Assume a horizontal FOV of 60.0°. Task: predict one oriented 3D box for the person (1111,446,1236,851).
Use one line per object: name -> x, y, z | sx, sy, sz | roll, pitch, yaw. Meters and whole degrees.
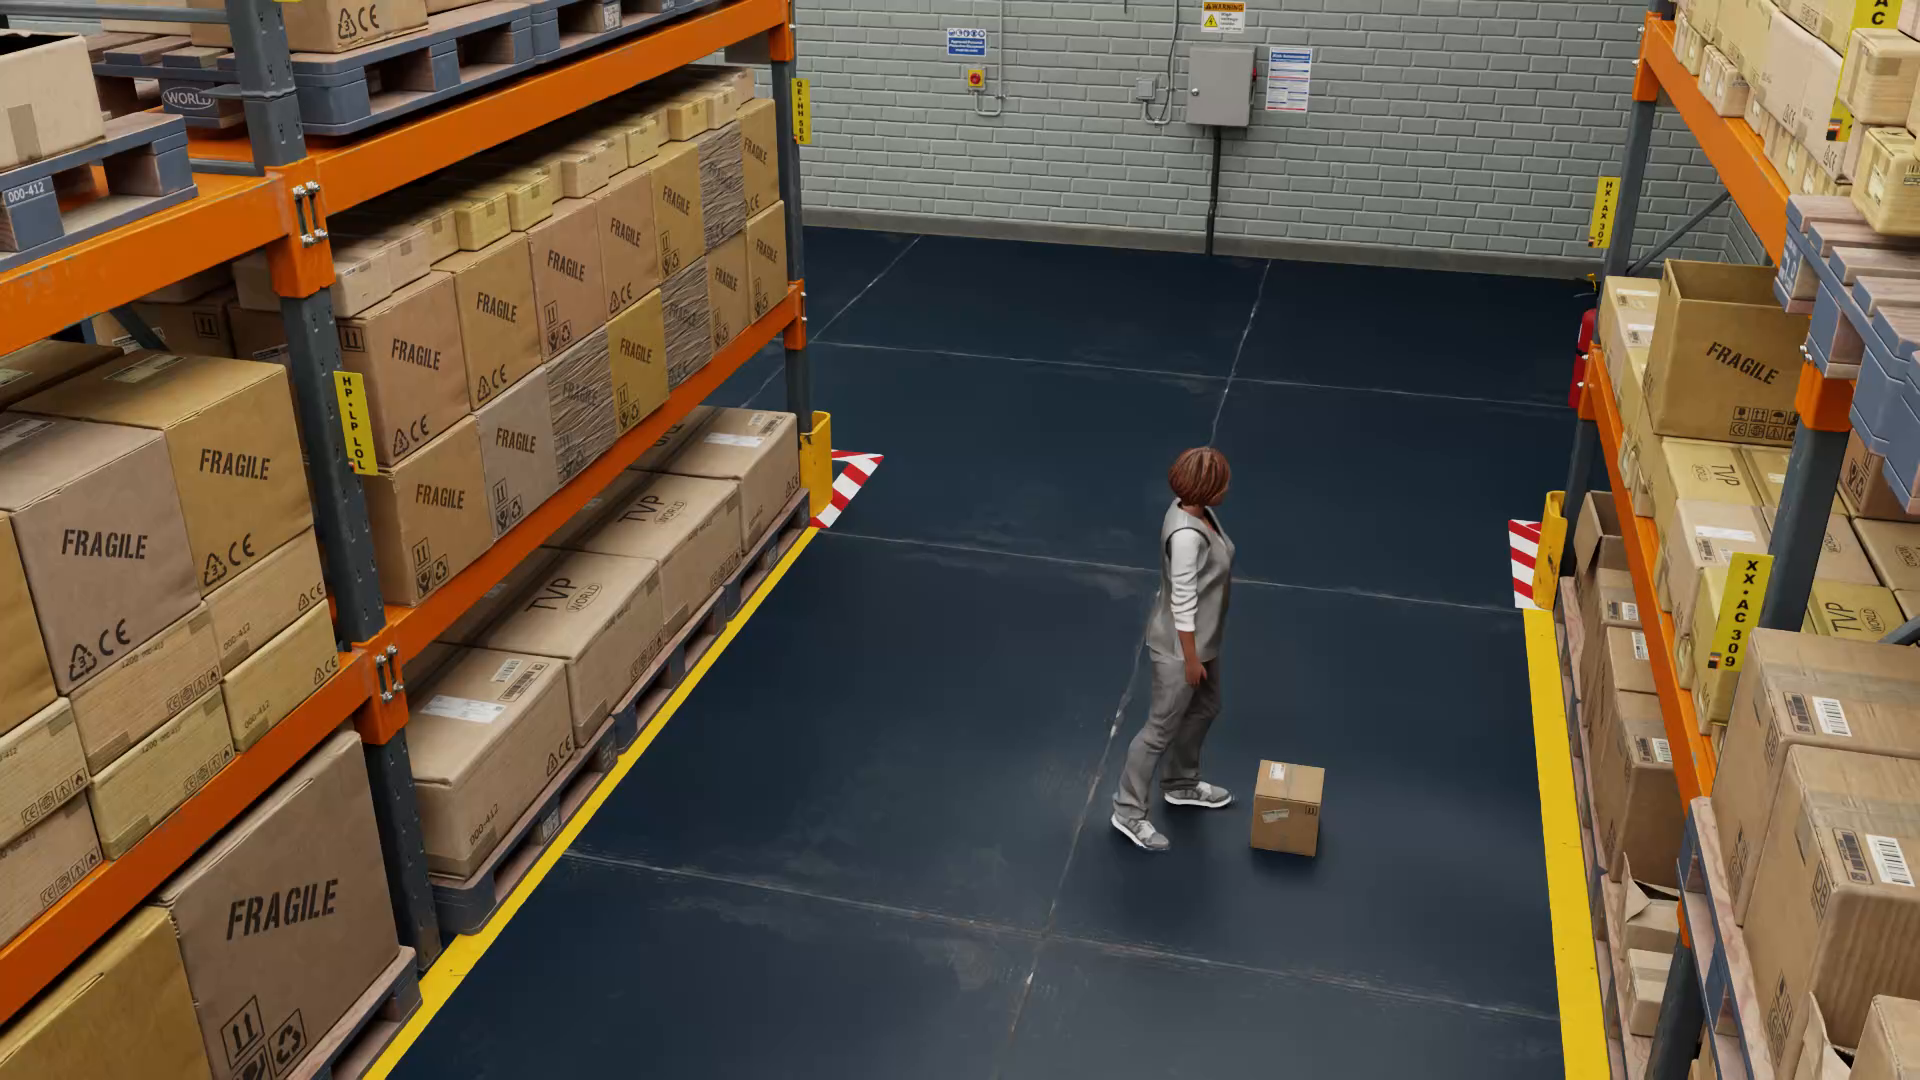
person -> 0.842, 0.405, 6.314 | 0.452, 1.614, 0.463 | 6, 26, 12
